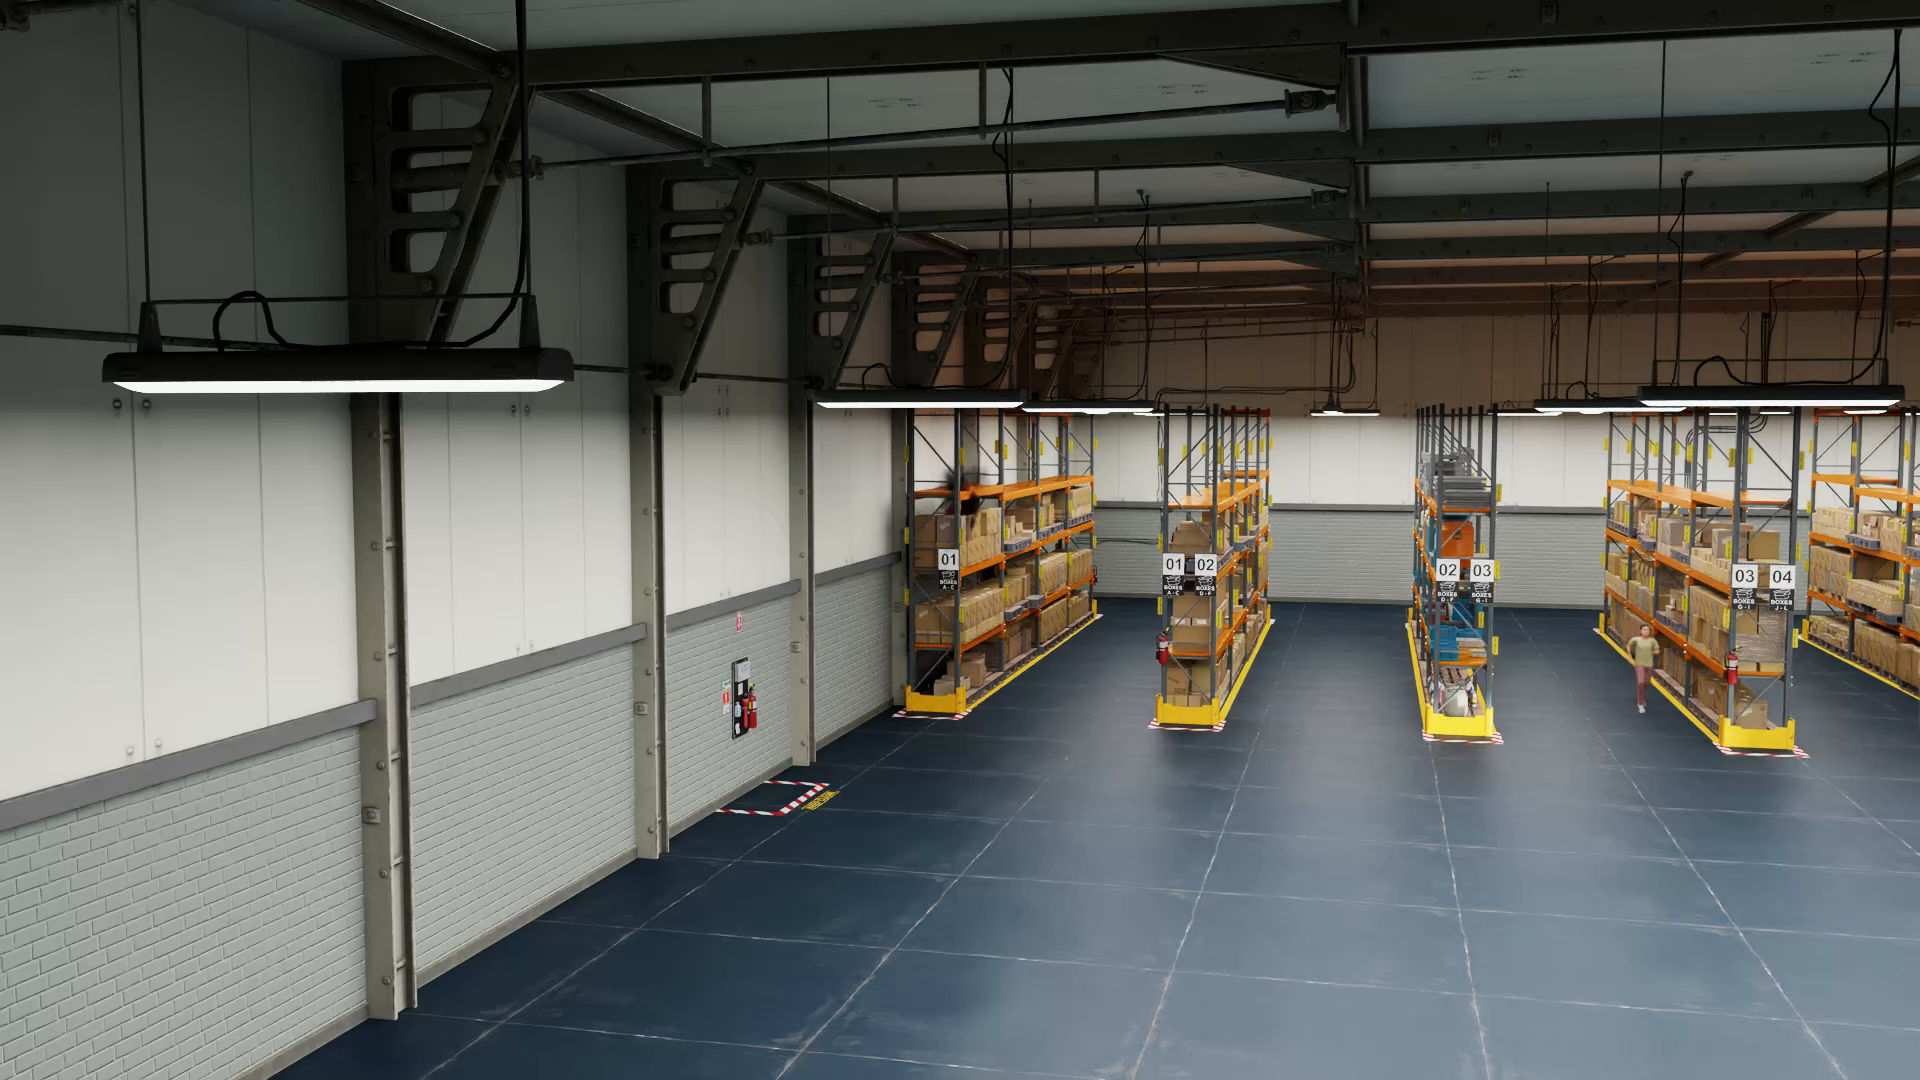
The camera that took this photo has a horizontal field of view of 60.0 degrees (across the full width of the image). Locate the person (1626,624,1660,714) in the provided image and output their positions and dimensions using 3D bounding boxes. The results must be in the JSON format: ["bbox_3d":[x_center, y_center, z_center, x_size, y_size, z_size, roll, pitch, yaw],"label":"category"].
[{"bbox_3d":[13.434,2.499,32.678,0.554,1.721,0.806,0,4,6],"label":"person"}]

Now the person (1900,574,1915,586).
[{"bbox_3d":[25.030,1.636,43.970,0.910,1.823,0.695,2,4,22],"label":"person"}]
